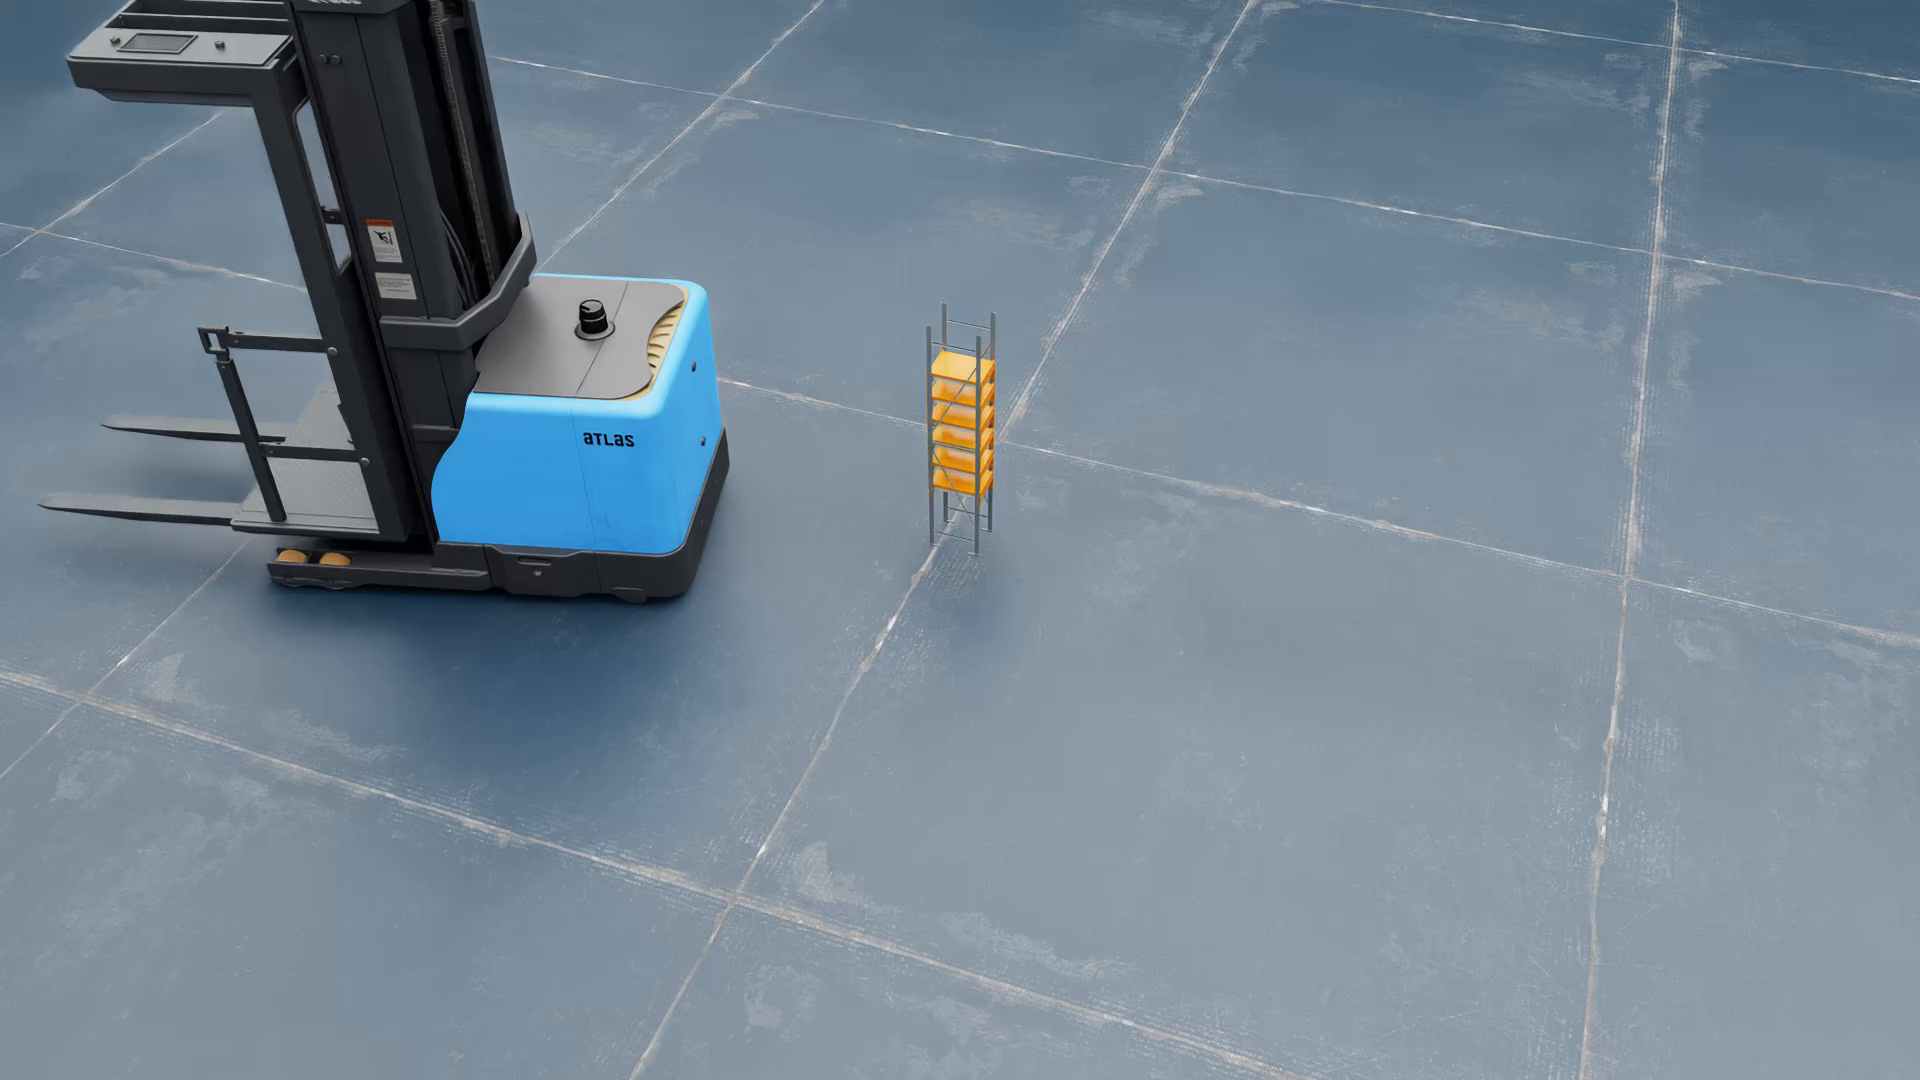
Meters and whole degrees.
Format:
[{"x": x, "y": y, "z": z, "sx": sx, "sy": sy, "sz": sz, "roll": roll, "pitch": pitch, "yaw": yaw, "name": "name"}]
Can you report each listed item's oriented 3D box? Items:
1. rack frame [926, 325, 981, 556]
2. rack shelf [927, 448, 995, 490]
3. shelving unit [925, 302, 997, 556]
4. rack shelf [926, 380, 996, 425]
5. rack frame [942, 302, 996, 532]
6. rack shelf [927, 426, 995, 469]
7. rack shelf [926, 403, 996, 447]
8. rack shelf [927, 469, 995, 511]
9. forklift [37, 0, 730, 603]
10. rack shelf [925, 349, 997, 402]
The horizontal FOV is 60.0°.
[{"x": -0.026, "y": -0.409, "z": 7.259, "sx": 0.240, "sy": 1.200, "sz": 0.006, "roll": 13, "pitch": 42, "yaw": 15, "name": "rack frame"}, {"x": 0.005, "y": -0.340, "z": 7.431, "sx": 0.258, "sy": 0.103, "sz": 0.180, "roll": 13, "pitch": 42, "yaw": 15, "name": "rack shelf"}, {"x": 0.005, "y": -0.465, "z": 7.325, "sx": 0.258, "sy": 1.200, "sz": 0.189, "roll": 13, "pitch": 42, "yaw": 15, "name": "shelving unit"}, {"x": 0.005, "y": -0.614, "z": 7.198, "sx": 0.258, "sy": 0.103, "sz": 0.180, "roll": 13, "pitch": 42, "yaw": 15, "name": "rack shelf"}, {"x": 0.036, "y": -0.521, "z": 7.390, "sx": 0.240, "sy": 1.200, "sz": 0.006, "roll": 13, "pitch": 42, "yaw": 15, "name": "rack frame"}, {"x": 0.005, "y": -0.431, "z": 7.353, "sx": 0.258, "sy": 0.103, "sz": 0.180, "roll": 13, "pitch": 42, "yaw": 15, "name": "rack shelf"}, {"x": 0.005, "y": -0.523, "z": 7.275, "sx": 0.258, "sy": 0.103, "sz": 0.180, "roll": 13, "pitch": 42, "yaw": 15, "name": "rack shelf"}, {"x": 0.005, "y": -0.249, "z": 7.509, "sx": 0.258, "sy": 0.103, "sz": 0.180, "roll": 13, "pitch": 42, "yaw": 15, "name": "rack shelf"}, {"x": -2.658, "y": -1.232, "z": 6.889, "sx": 3.031, "sy": 2.935, "sz": 1.130, "roll": 3, "pitch": 41, "yaw": 4, "name": "forklift"}, {"x": 0.005, "y": -0.705, "z": 7.120, "sx": 0.258, "sy": 0.103, "sz": 0.180, "roll": 13, "pitch": 42, "yaw": 15, "name": "rack shelf"}]
